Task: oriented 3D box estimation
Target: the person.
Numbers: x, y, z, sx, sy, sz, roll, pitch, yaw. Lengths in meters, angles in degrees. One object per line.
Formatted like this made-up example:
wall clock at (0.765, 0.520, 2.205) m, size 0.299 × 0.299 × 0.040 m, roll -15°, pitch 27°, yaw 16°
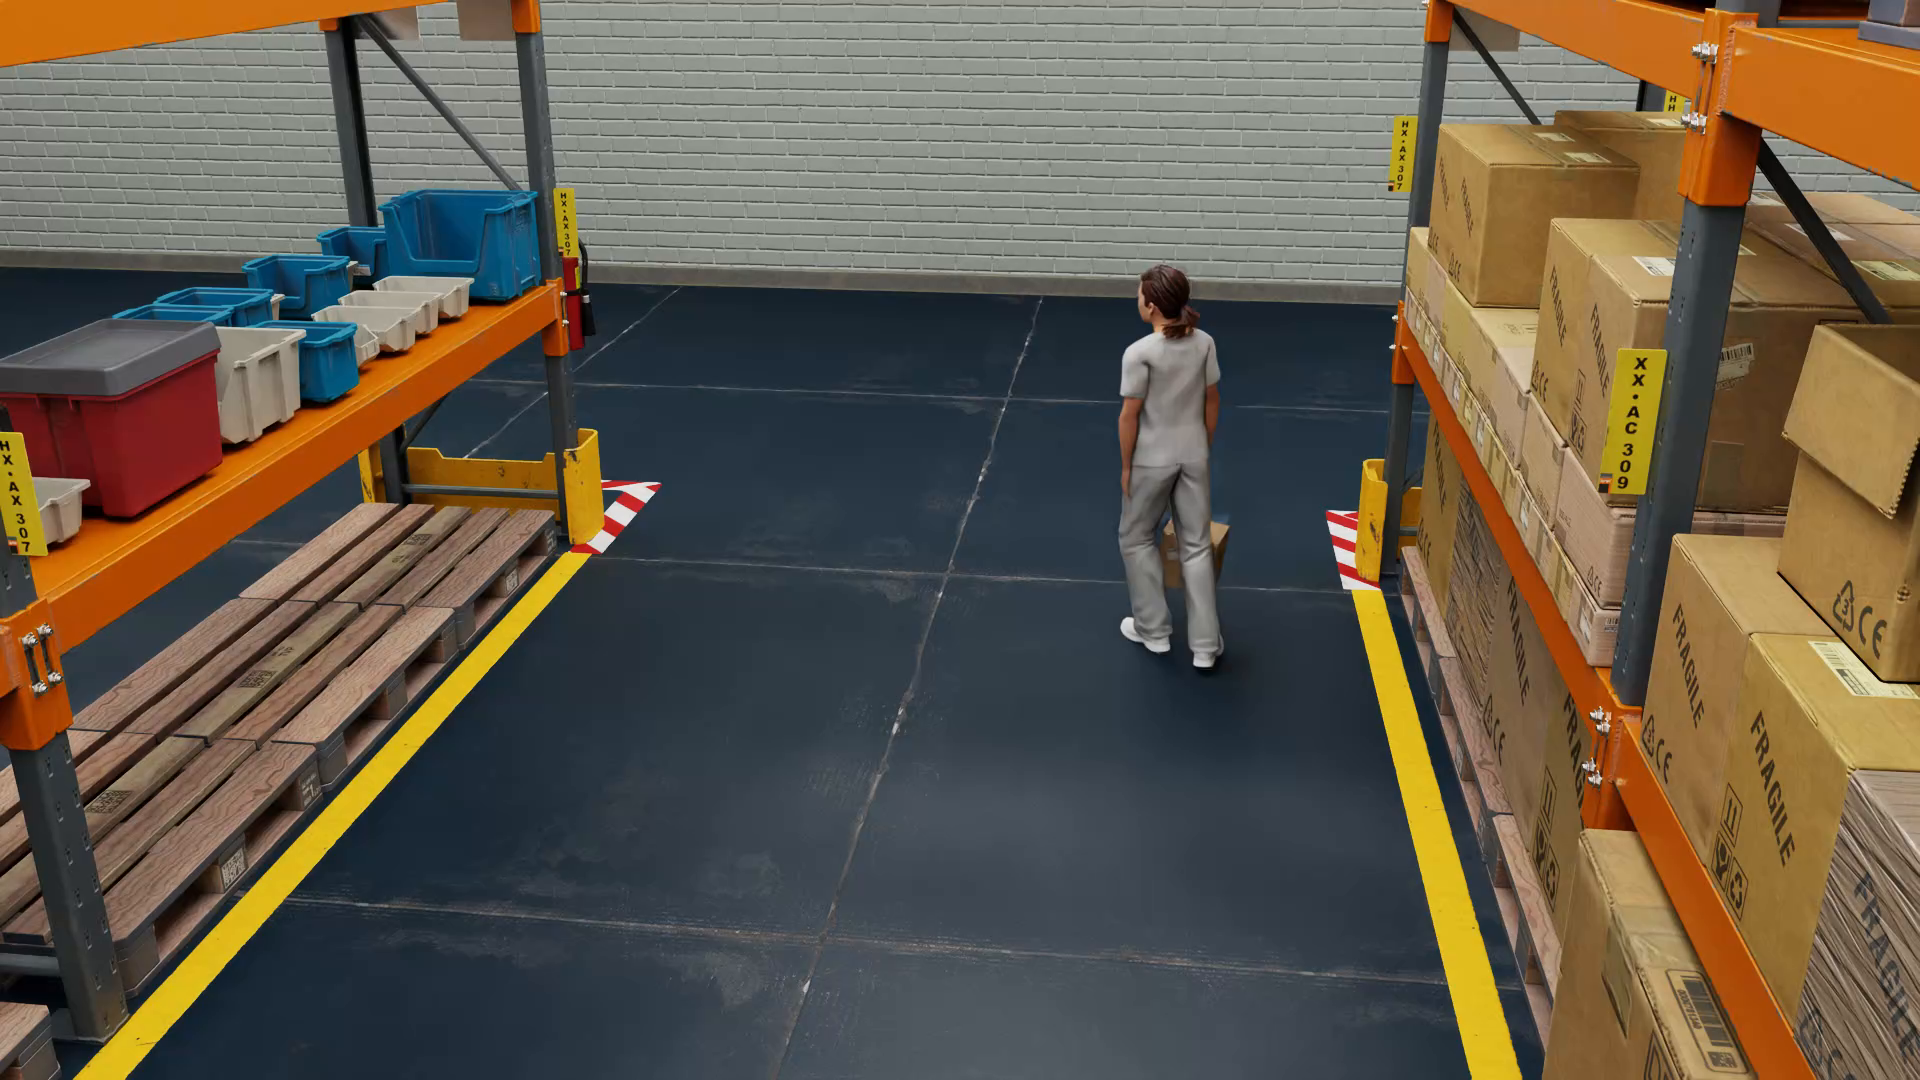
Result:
person at (0.879, -0.293, 6.853) m, size 0.490 × 1.656 × 0.554 m, roll -7°, pitch 22°, yaw -18°
